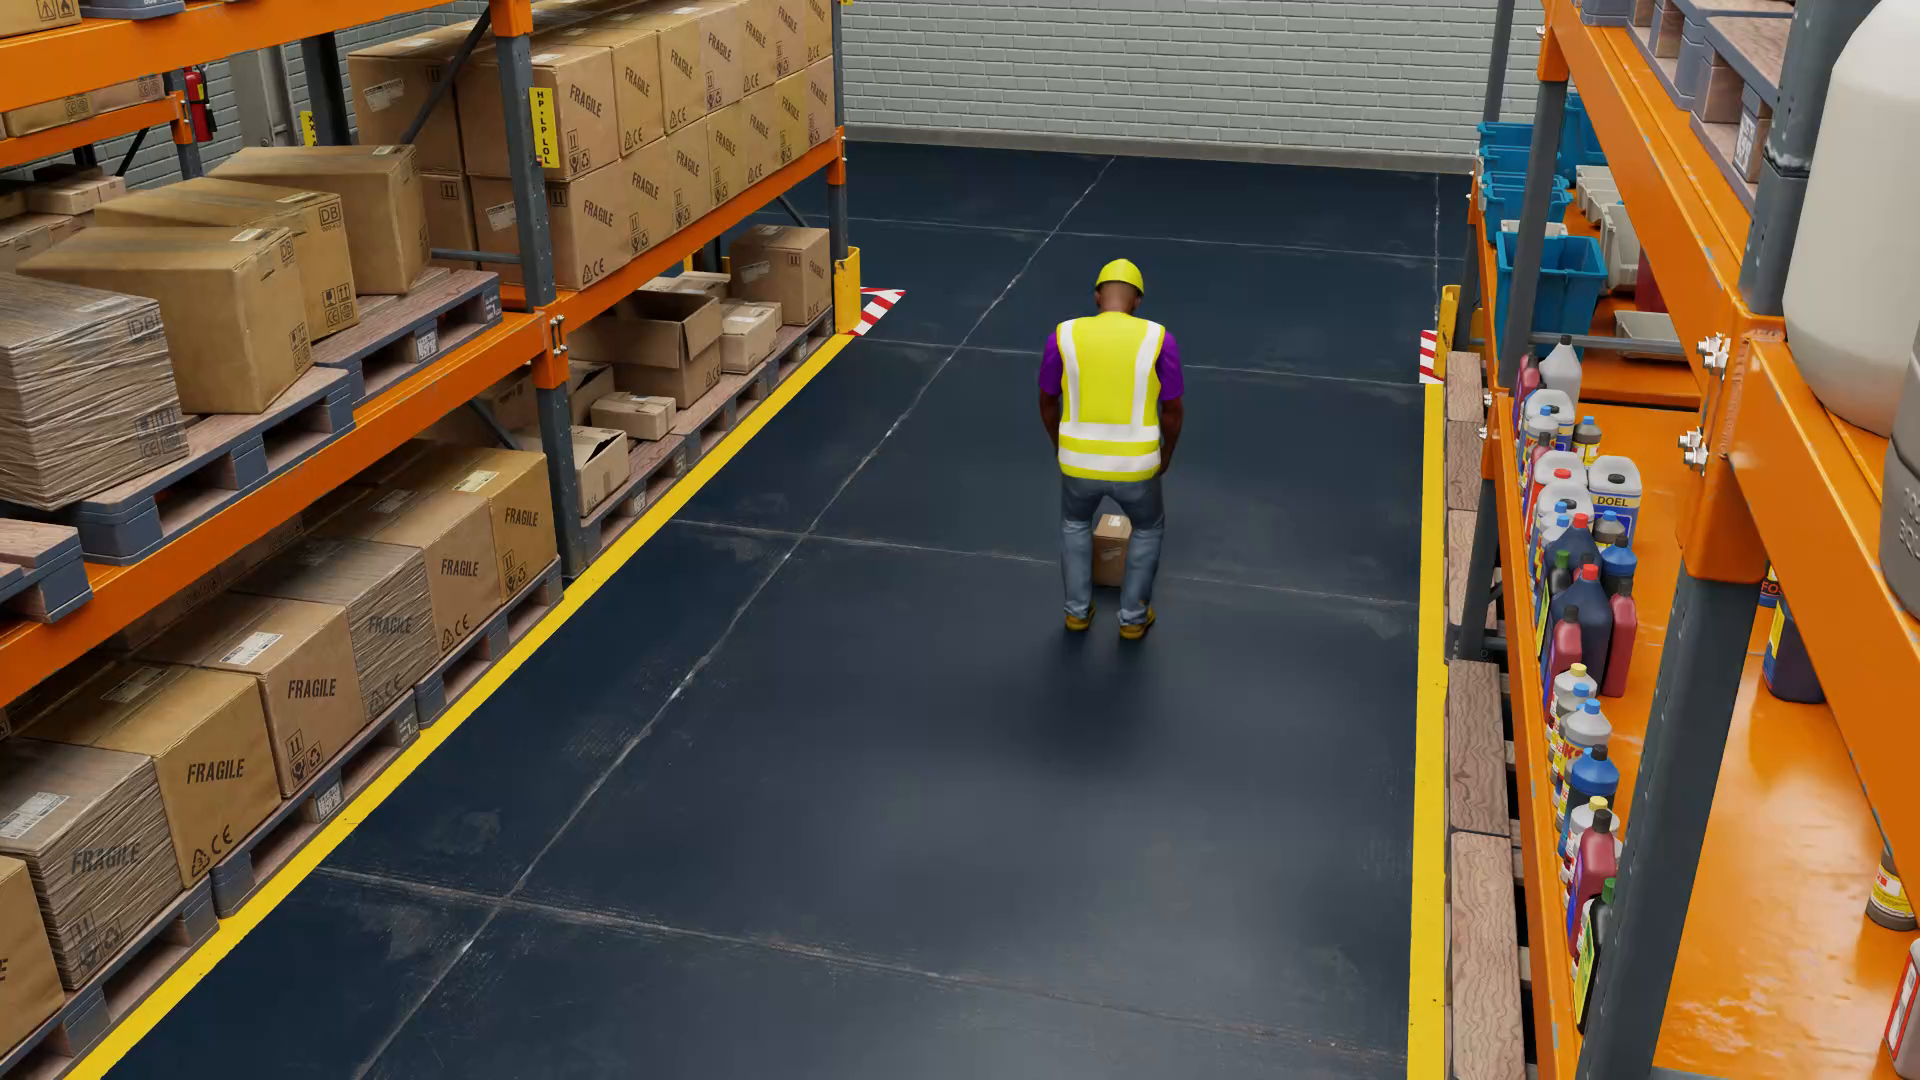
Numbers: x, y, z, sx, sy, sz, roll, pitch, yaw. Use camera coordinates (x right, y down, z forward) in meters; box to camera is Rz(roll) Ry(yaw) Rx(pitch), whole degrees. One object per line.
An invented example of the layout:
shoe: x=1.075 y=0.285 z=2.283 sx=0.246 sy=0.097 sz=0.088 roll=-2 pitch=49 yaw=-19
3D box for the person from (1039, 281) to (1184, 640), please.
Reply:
person: x=12.406 y=-3.815 z=5.693 sx=23.245 sy=9.003 sz=7.215 roll=7 pitch=26 yaw=14
